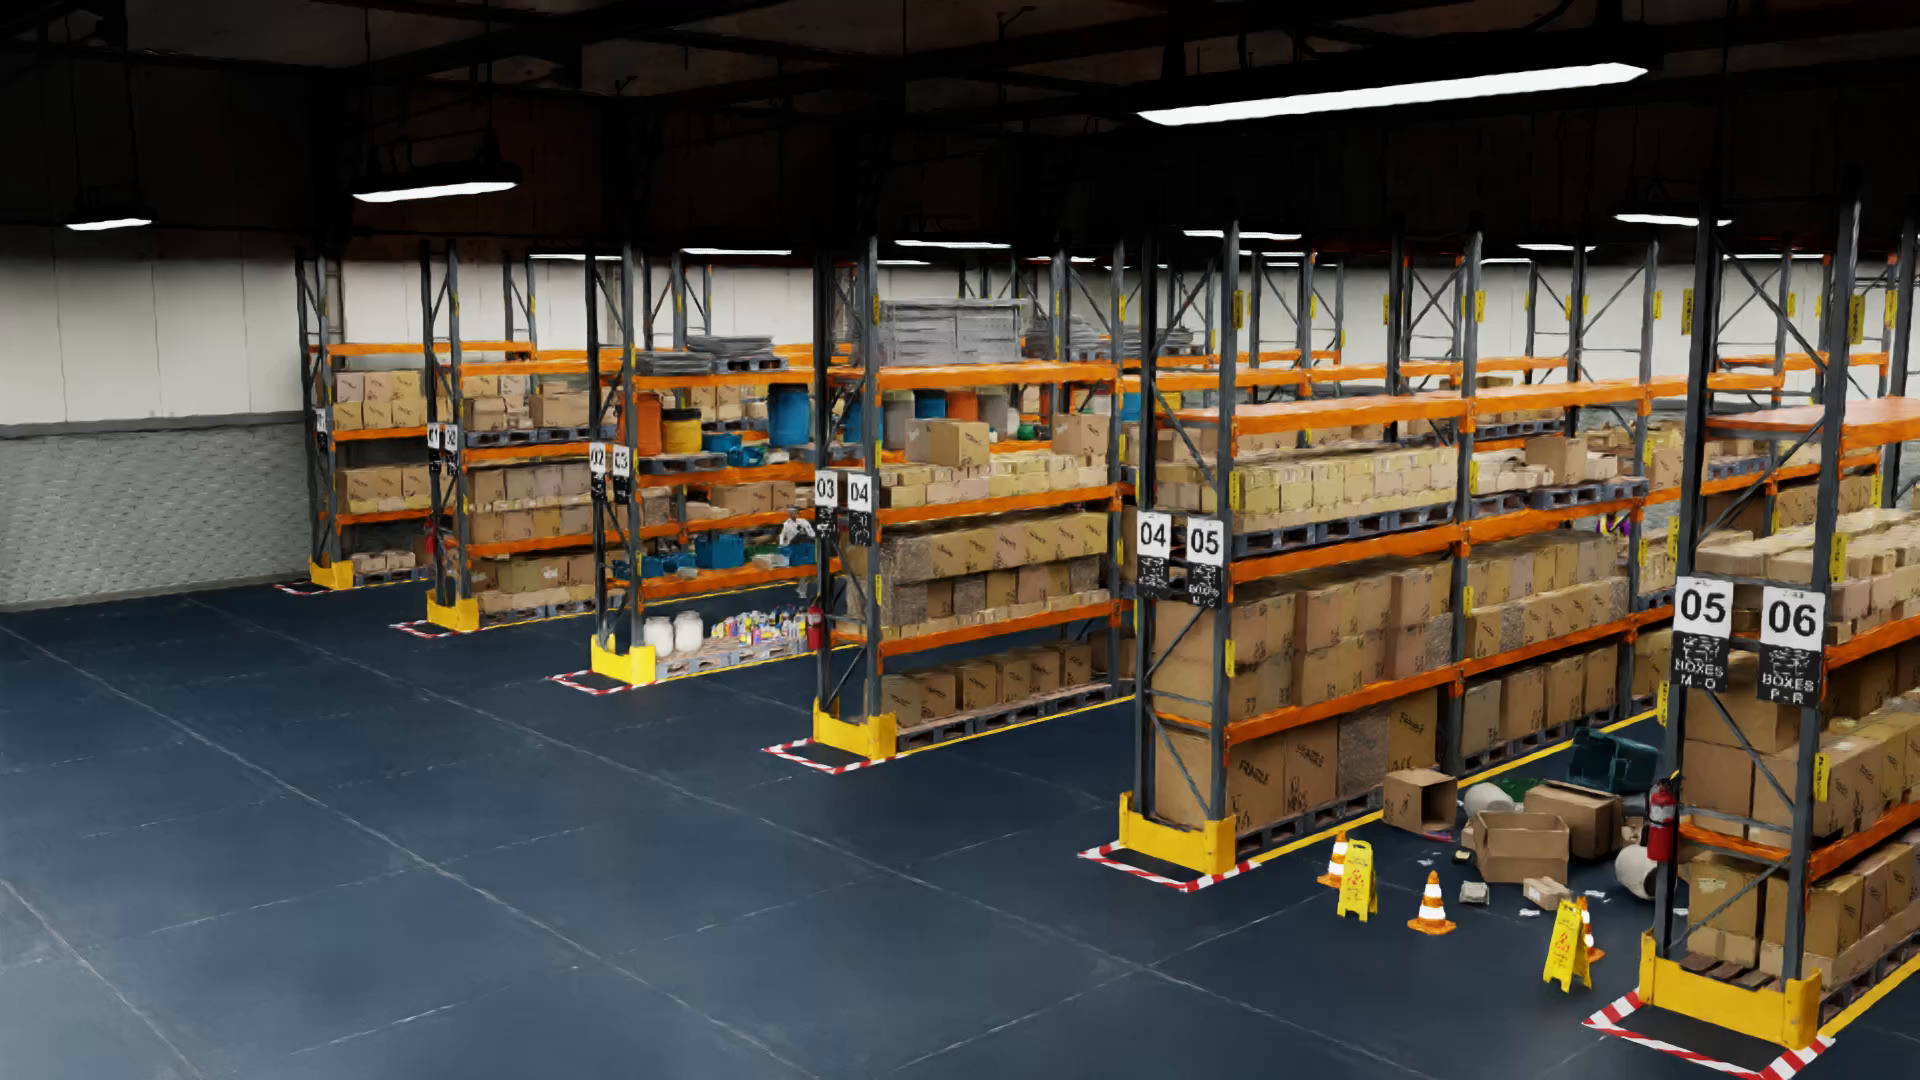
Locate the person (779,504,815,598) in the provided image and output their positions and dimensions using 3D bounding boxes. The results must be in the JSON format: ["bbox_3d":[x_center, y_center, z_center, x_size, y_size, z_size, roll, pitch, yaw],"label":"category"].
[{"bbox_3d":[-2.775,0.155,28.722,0.630,1.608,0.811,5,10,30],"label":"person"}]

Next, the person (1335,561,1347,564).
[{"bbox_3d":[5.196,1.066,22.448,0.534,1.674,0.677,-8,12,-44],"label":"person"}]

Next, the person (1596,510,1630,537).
[{"bbox_3d":[11.085,0.170,28.349,1.121,1.691,0.577,-7,11,-40],"label":"person"}]
